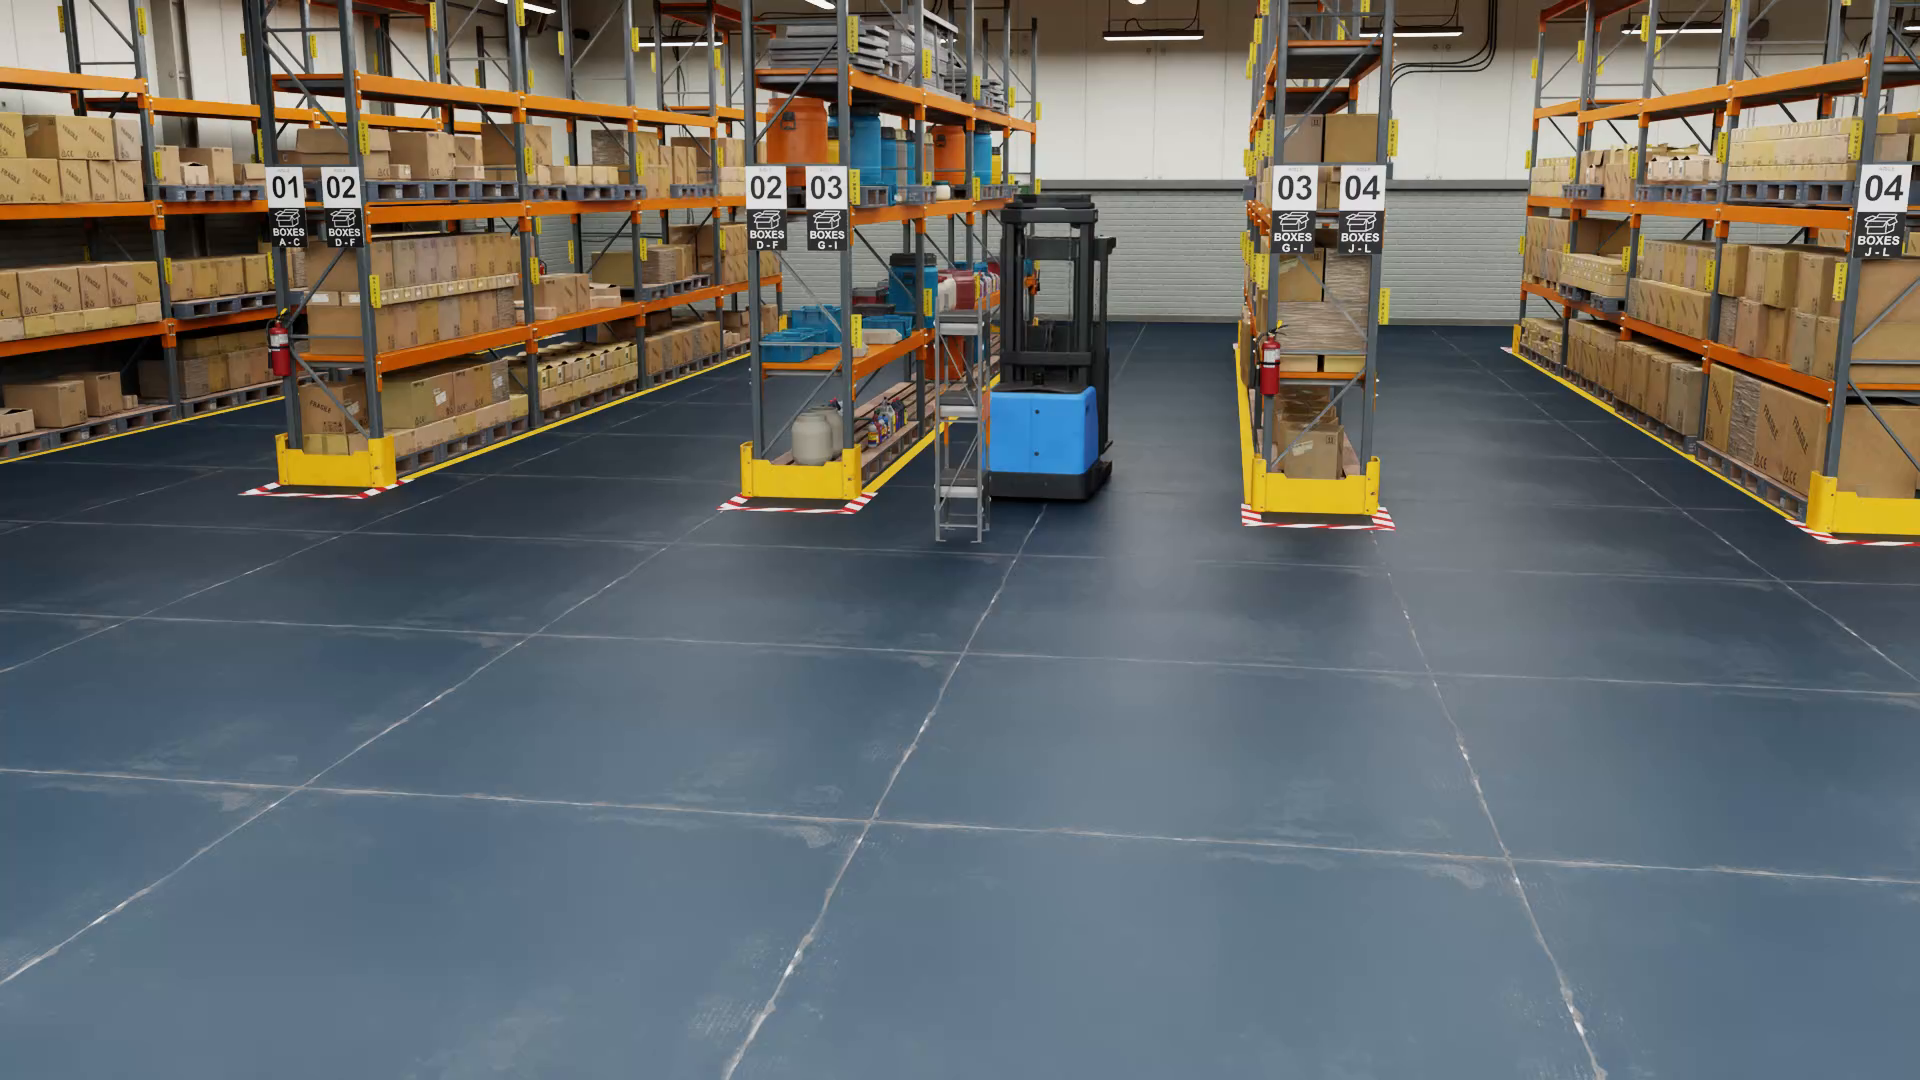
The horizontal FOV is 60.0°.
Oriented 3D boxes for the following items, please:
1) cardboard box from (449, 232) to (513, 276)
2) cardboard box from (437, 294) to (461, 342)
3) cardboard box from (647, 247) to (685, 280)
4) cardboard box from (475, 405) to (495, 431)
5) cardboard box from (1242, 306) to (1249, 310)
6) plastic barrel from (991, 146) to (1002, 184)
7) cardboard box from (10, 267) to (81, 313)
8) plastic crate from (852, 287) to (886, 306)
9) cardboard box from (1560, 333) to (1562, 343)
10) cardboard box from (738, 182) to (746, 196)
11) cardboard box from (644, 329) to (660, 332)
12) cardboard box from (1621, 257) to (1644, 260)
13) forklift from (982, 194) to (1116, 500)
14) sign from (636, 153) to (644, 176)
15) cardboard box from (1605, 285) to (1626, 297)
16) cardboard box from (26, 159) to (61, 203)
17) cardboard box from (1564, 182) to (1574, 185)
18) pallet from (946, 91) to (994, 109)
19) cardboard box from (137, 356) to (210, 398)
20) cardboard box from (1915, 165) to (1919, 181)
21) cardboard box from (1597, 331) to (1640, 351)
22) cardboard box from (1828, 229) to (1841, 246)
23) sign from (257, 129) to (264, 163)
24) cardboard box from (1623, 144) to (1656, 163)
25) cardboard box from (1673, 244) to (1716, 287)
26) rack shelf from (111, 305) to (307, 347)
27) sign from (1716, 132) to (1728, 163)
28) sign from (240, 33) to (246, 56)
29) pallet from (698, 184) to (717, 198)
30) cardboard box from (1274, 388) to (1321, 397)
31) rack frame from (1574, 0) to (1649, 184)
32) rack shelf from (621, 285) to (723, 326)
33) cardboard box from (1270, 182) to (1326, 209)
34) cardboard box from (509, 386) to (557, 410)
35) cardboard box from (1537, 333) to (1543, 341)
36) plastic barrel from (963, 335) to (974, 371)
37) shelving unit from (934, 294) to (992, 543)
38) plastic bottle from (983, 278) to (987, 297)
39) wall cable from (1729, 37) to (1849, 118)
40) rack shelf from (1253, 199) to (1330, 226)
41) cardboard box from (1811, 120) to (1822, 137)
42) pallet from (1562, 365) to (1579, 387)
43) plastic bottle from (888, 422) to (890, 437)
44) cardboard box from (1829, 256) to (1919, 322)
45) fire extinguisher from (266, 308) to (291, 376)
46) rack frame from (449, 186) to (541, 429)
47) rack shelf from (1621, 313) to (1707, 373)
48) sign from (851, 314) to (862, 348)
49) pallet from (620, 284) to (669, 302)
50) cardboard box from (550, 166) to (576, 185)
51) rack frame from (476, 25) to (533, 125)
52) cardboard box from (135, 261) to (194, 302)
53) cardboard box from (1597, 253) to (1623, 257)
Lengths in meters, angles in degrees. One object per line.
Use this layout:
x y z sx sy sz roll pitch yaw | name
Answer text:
-5.884 -3.484 20.222 0.700 0.500 0.500 2 12 9 | cardboard box
-6.117 -2.529 18.869 0.700 0.500 0.500 2 12 10 | cardboard box
-4.802 -4.443 26.755 0.700 0.500 0.500 -1 12 -6 | cardboard box
-5.826 -1.442 19.597 0.500 0.250 0.500 2 12 9 | cardboard box
5.117 -3.270 26.591 1.225 0.875 0.875 2 12 9 | cardboard box
0.362 -5.964 26.486 0.600 0.588 0.600 0 12 0 | plastic barrel
-10.723 -2.931 19.501 0.500 0.500 0.500 2 12 10 | cardboard box
-1.156 -2.874 20.557 0.402 0.464 0.583 2 12 9 | plastic crate
9.879 -3.240 26.766 0.380 0.149 0.250 2 12 10 | cardboard box
-4.113 -6.253 29.623 0.500 0.250 0.500 2 12 9 | cardboard box
-5.141 -3.139 26.826 0.500 0.500 0.500 1 12 7 | cardboard box
10.049 -4.123 24.693 0.380 0.149 0.250 1 12 7 | cardboard box
1.002 -2.083 17.203 1.130 2.935 3.031 3 12 12 | forklift
-4.660 -5.464 24.192 0.100 0.325 0.005 2 12 9 | sign
9.088 -3.423 22.854 0.380 0.149 0.250 2 12 10 | cardboard box
-10.779 -4.138 19.169 0.500 0.500 0.500 3 12 12 | cardboard box
9.890 -5.559 26.404 0.500 0.250 0.500 2 12 10 | cardboard box
-0.172 -6.359 24.036 1.213 0.211 1.003 2 12 9 | pallet
-10.621 -2.200 22.470 0.700 0.500 0.500 2 12 11 | cardboard box
8.606 -3.216 14.537 0.380 0.149 0.250 2 12 9 | cardboard box
9.379 -2.829 23.656 0.500 0.250 0.500 2 12 9 | cardboard box
15.176 -5.088 28.370 0.500 0.500 0.500 2 12 7 | cardboard box
-6.971 -3.942 16.629 0.100 0.325 0.005 2 12 9 | sign
9.336 -5.312 22.846 0.396 0.266 0.258 2 12 9 | cardboard box
9.156 -3.348 20.300 0.700 0.500 0.500 2 12 8 | cardboard box
-10.410 -3.118 23.547 1.077 0.370 4.000 2 12 9 | rack shelf
8.313 -4.278 18.131 0.100 0.325 0.005 2 12 9 | sign
-10.651 -7.370 24.736 0.100 0.325 0.005 2 12 9 | sign
-4.761 -5.800 27.610 1.213 0.211 1.003 2 12 9 | pallet
3.865 -1.473 19.144 0.500 0.500 0.500 1 12 7 | cardboard box
10.082 -6.988 25.558 1.000 3.000 0.127 2 12 9 | rack frame
-4.899 -3.791 26.670 1.077 0.370 4.000 2 12 9 | rack shelf
3.174 -3.240 15.646 0.500 0.250 0.500 2 12 10 | cardboard box
-5.515 -1.830 21.396 0.500 0.250 0.500 2 12 7 | cardboard box
10.221 -3.527 28.803 0.380 0.149 0.250 1 12 6 | cardboard box
-0.081 -2.929 25.690 0.600 0.588 0.708 2 12 9 | plastic barrel
0.025 -1.061 14.432 0.431 2.100 0.503 2 12 9 | shelving unit
0.380 -3.941 25.936 0.061 0.283 0.133 2 12 9 | plastic bottle
16.943 -8.849 34.196 2.355 3.000 0.029 2 12 9 | wall cable
4.273 -4.103 20.997 1.077 0.370 4.000 2 12 9 | rack shelf
8.070 -3.785 15.286 0.380 0.149 0.250 2 12 10 | cardboard box
9.963 -2.530 25.731 1.003 0.211 1.213 2 12 9 | pallet
-0.842 -1.269 18.861 0.097 0.201 0.097 0 12 0 | plastic bottle
8.331 -2.234 14.822 0.875 0.550 0.550 2 12 9 | cardboard box
-6.914 -2.013 16.899 0.296 0.674 0.183 2 12 9 | fire extinguisher
-5.822 -2.893 20.799 1.000 3.000 0.127 2 12 9 | rack frame
9.159 -2.454 20.470 1.077 0.370 4.000 2 12 9 | rack shelf
-1.001 -2.016 16.071 0.100 0.325 0.005 2 12 9 | sign
-5.172 -3.776 25.348 1.213 0.211 1.003 2 12 9 | pallet
-5.468 -4.888 22.292 0.500 0.250 0.500 1 12 4 | cardboard box
-8.872 -8.484 32.499 1.000 3.000 0.127 2 12 9 | rack frame
-10.606 -3.422 21.969 0.700 0.500 0.500 2 12 9 | cardboard box
10.407 -4.344 26.588 0.500 0.500 0.500 2 12 8 | cardboard box
